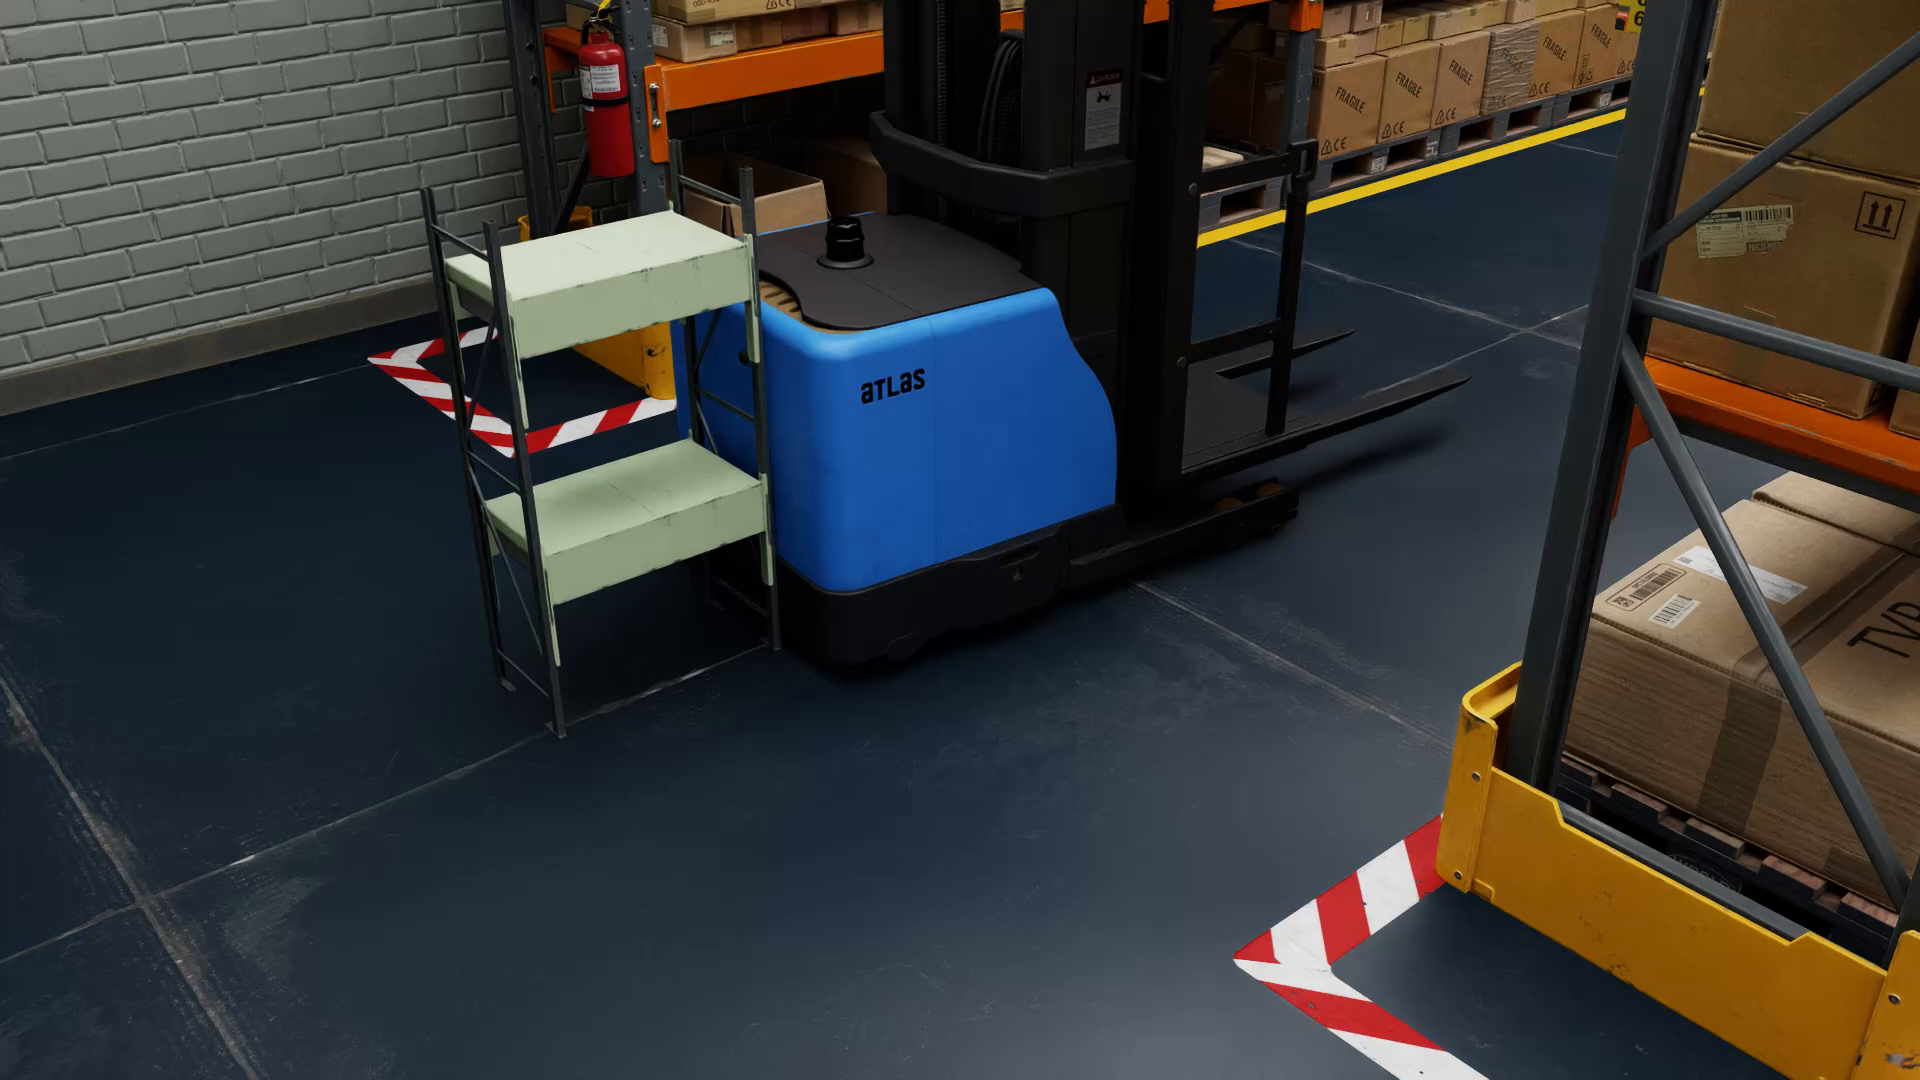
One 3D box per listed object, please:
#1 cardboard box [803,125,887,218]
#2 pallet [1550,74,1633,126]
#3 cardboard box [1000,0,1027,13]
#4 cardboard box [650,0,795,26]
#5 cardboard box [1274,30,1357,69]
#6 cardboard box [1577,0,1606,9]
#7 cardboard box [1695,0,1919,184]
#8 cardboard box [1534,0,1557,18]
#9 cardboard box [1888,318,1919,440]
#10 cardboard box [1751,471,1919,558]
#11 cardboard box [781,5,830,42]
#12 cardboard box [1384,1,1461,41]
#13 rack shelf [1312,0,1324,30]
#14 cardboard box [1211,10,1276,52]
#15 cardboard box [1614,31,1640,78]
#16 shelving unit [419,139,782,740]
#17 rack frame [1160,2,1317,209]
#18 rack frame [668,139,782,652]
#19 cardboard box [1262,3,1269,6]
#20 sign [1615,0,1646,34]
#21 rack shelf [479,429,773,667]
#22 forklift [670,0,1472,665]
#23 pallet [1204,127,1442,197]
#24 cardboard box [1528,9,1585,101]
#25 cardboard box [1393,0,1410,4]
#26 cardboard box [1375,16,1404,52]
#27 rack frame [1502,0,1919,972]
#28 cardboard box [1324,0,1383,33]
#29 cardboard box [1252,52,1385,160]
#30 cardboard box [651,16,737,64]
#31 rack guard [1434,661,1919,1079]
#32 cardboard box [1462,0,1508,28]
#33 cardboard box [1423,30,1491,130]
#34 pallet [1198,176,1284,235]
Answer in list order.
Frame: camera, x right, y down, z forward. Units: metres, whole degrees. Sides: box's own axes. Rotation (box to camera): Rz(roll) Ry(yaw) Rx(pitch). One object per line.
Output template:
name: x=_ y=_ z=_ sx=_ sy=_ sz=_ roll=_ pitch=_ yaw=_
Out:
cardboard box: x=-0.323 y=-1.606 z=7.779 sx=0.500 sy=0.500 sz=0.700 roll=-20 pitch=34 yaw=-33
pallet: x=3.968 y=-3.125 z=11.374 sx=1.213 sy=0.211 sz=1.003 roll=-22 pitch=35 yaw=-35
cardboard box: x=0.102 y=-2.478 z=7.471 sx=0.250 sy=0.149 sz=0.380 roll=-21 pitch=35 yaw=-34
cardboard box: x=-1.005 y=-2.230 z=6.583 sx=0.500 sy=0.250 sz=0.500 roll=-22 pitch=35 yaw=-35
cardboard box: x=1.963 y=-2.729 z=9.193 sx=0.250 sy=0.149 sz=0.380 roll=-20 pitch=34 yaw=-33
cardboard box: x=3.933 y=-3.537 z=10.705 sx=0.250 sy=0.149 sz=0.380 roll=-23 pitch=36 yaw=-36
cardboard box: x=1.911 y=-1.062 z=3.387 sx=0.500 sy=0.500 sz=0.500 roll=-21 pitch=34 yaw=-33
cardboard box: x=3.513 y=-3.396 z=10.441 sx=0.250 sy=0.149 sz=0.380 roll=-23 pitch=35 yaw=-36
cardboard box: x=2.251 y=-0.432 z=3.269 sx=0.500 sy=0.500 sz=0.500 roll=-22 pitch=35 yaw=-35
cardboard box: x=2.827 y=0.080 z=4.690 sx=0.875 sy=0.438 sz=0.875 roll=-21 pitch=34 yaw=-34
cardboard box: x=-0.756 y=-2.201 z=6.953 sx=0.250 sy=0.149 sz=0.380 roll=-22 pitch=35 yaw=-36
cardboard box: x=2.726 y=-3.076 z=9.842 sx=0.250 sy=0.149 sz=0.380 roll=-22 pitch=35 yaw=-35
rack shelf: x=3.039 y=-3.641 z=10.143 sx=4.000 sy=0.370 sz=1.077 roll=-22 pitch=35 yaw=-35
cardboard box: x=1.610 y=-2.931 z=9.570 sx=0.250 sy=0.149 sz=0.380 roll=-24 pitch=36 yaw=-37
cardboard box: x=4.378 y=-3.446 z=11.222 sx=0.500 sy=0.500 sz=0.500 roll=-21 pitch=34 yaw=-34
shelving unit: x=-0.967 y=-0.283 z=4.688 sx=0.755 sy=1.500 sz=0.431 roll=-21 pitch=35 yaw=-34
rack frame: x=1.518 y=-3.346 z=8.829 sx=0.127 sy=3.000 sz=1.000 roll=-22 pitch=35 yaw=-35
rack frame: x=-0.686 y=-0.393 z=4.894 sx=0.023 sy=1.500 sz=0.400 roll=-21 pitch=35 yaw=-34
cardboard box: x=1.987 y=-3.091 z=9.869 sx=0.250 sy=0.149 sz=0.380 roll=-21 pitch=35 yaw=-34
sign: x=1.357 y=-1.158 z=3.254 sx=0.005 sy=0.325 sz=0.100 roll=-22 pitch=35 yaw=-35
rack shelf: x=-0.968 y=0.005 z=4.842 sx=0.720 sy=0.370 sz=0.431 roll=-21 pitch=35 yaw=-34
forklift: x=0.570 y=-1.454 z=5.362 sx=3.031 sy=2.935 sz=1.130 roll=-18 pitch=33 yaw=-31
pallet: x=2.112 y=-2.379 z=9.977 sx=1.213 sy=0.211 sz=1.003 roll=-22 pitch=35 yaw=-35
cardboard box: x=3.594 y=-3.136 z=10.642 sx=0.500 sy=0.500 sz=0.500 roll=-20 pitch=34 yaw=-33
cardboard box: x=2.567 y=-3.342 z=10.340 sx=0.250 sy=0.149 sz=0.380 roll=-21 pitch=35 yaw=-34
cardboard box: x=2.311 y=-2.924 z=9.558 sx=0.250 sy=0.149 sz=0.380 roll=-24 pitch=36 yaw=-37
rack frame: x=1.699 y=-0.344 z=3.211 sx=0.127 sy=3.000 sz=1.000 roll=-22 pitch=35 yaw=-35
cardboard box: x=2.130 y=-2.957 z=9.304 sx=0.250 sy=0.149 sz=0.380 roll=-24 pitch=36 yaw=-37
cardboard box: x=2.032 y=-2.496 z=9.445 sx=0.500 sy=0.500 sz=0.500 roll=-20 pitch=34 yaw=-33
cardboard box: x=-1.097 y=-2.014 z=6.602 sx=0.250 sy=0.149 sz=0.380 roll=-22 pitch=35 yaw=-35
rack guard: x=1.681 y=0.766 z=3.786 sx=0.348 sy=0.500 sz=1.175 roll=-22 pitch=35 yaw=-35
cardboard box: x=3.102 y=-3.244 z=10.156 sx=0.250 sy=0.149 sz=0.380 roll=-22 pitch=35 yaw=-35
cardboard box: x=2.813 y=-2.814 z=10.039 sx=0.500 sy=0.500 sz=0.500 roll=-23 pitch=36 yaw=-36
pallet: x=0.994 y=-1.906 z=9.094 sx=1.213 sy=0.211 sz=1.003 roll=-22 pitch=35 yaw=-35
